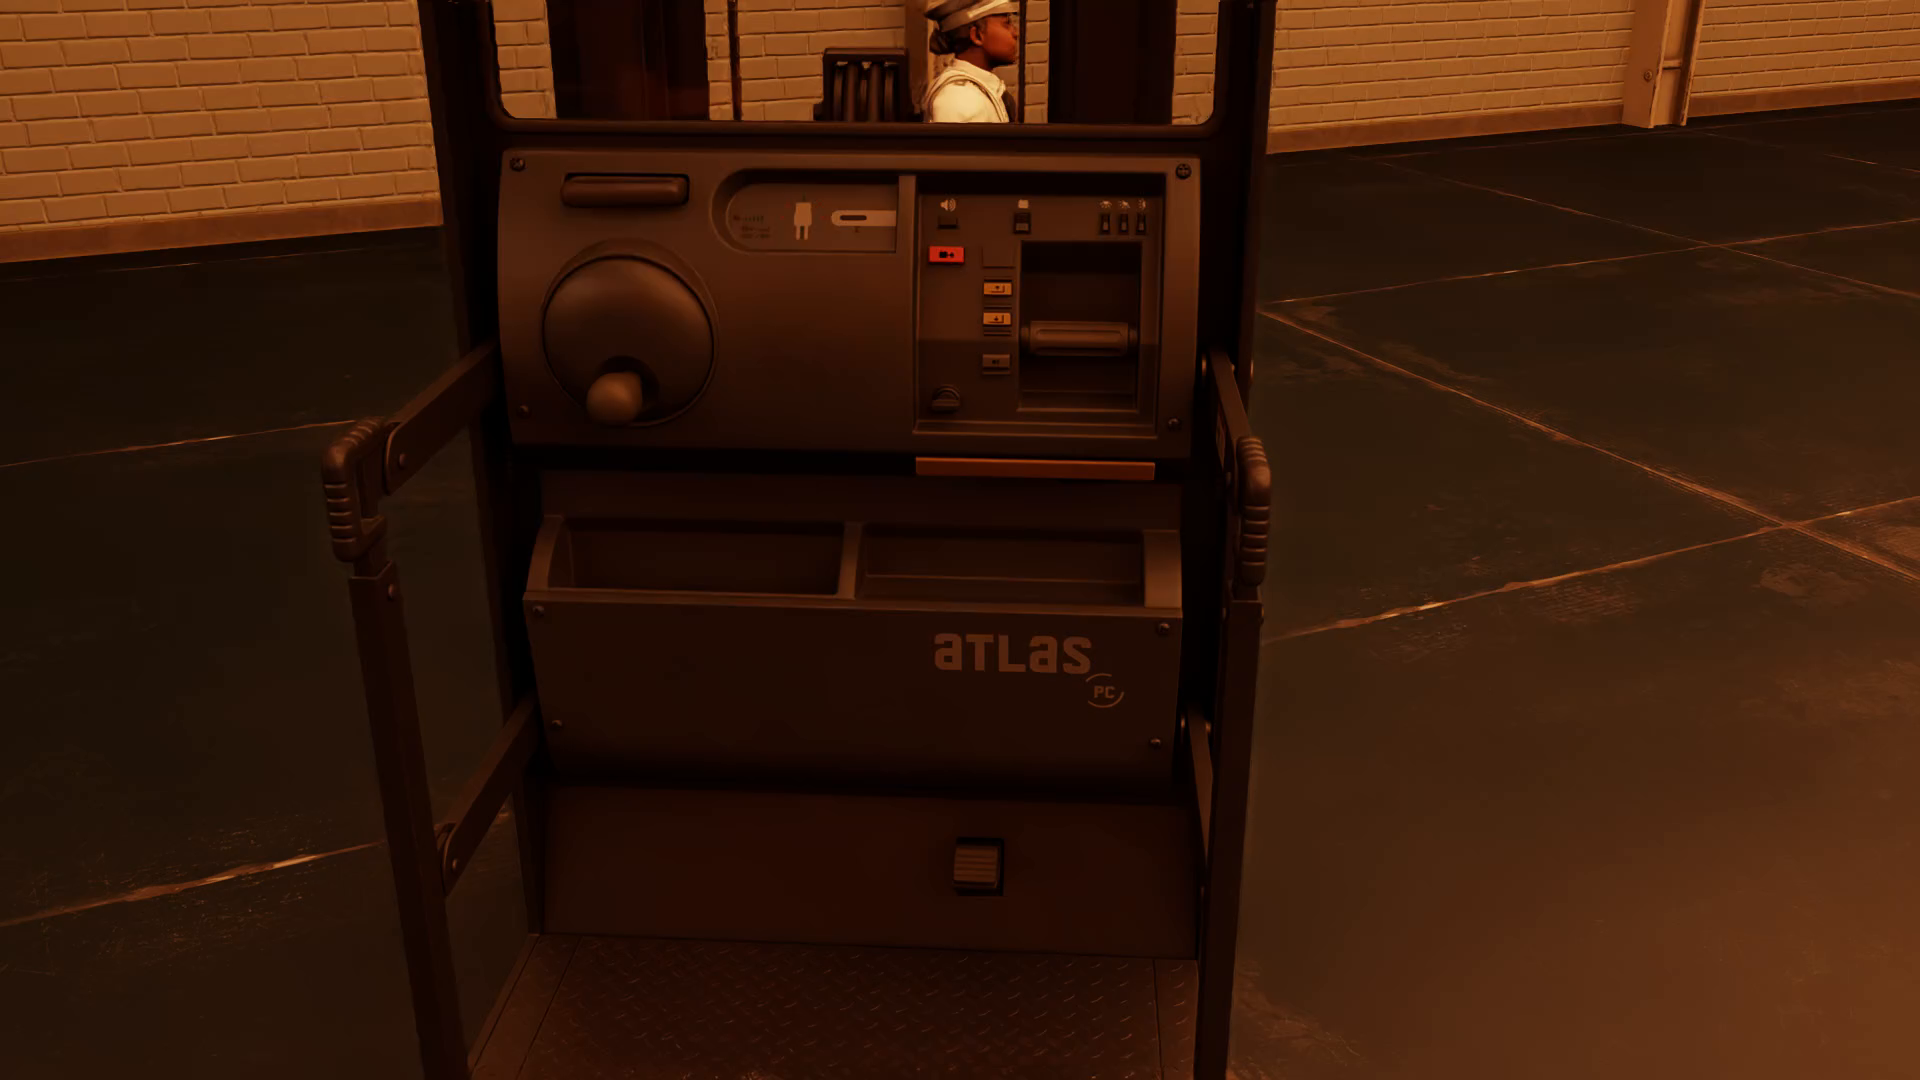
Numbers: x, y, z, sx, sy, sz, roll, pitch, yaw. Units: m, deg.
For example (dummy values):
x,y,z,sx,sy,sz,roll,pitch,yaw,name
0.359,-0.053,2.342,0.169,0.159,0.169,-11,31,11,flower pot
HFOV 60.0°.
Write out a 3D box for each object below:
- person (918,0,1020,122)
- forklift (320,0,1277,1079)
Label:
x,y,z,sx,sy,sz,roll,pitch,yaw,name
0.124,-0.761,4.780,0.493,1.672,0.621,0,23,0,person
-0.163,-0.302,2.013,1.130,2.935,3.031,1,23,3,forklift
